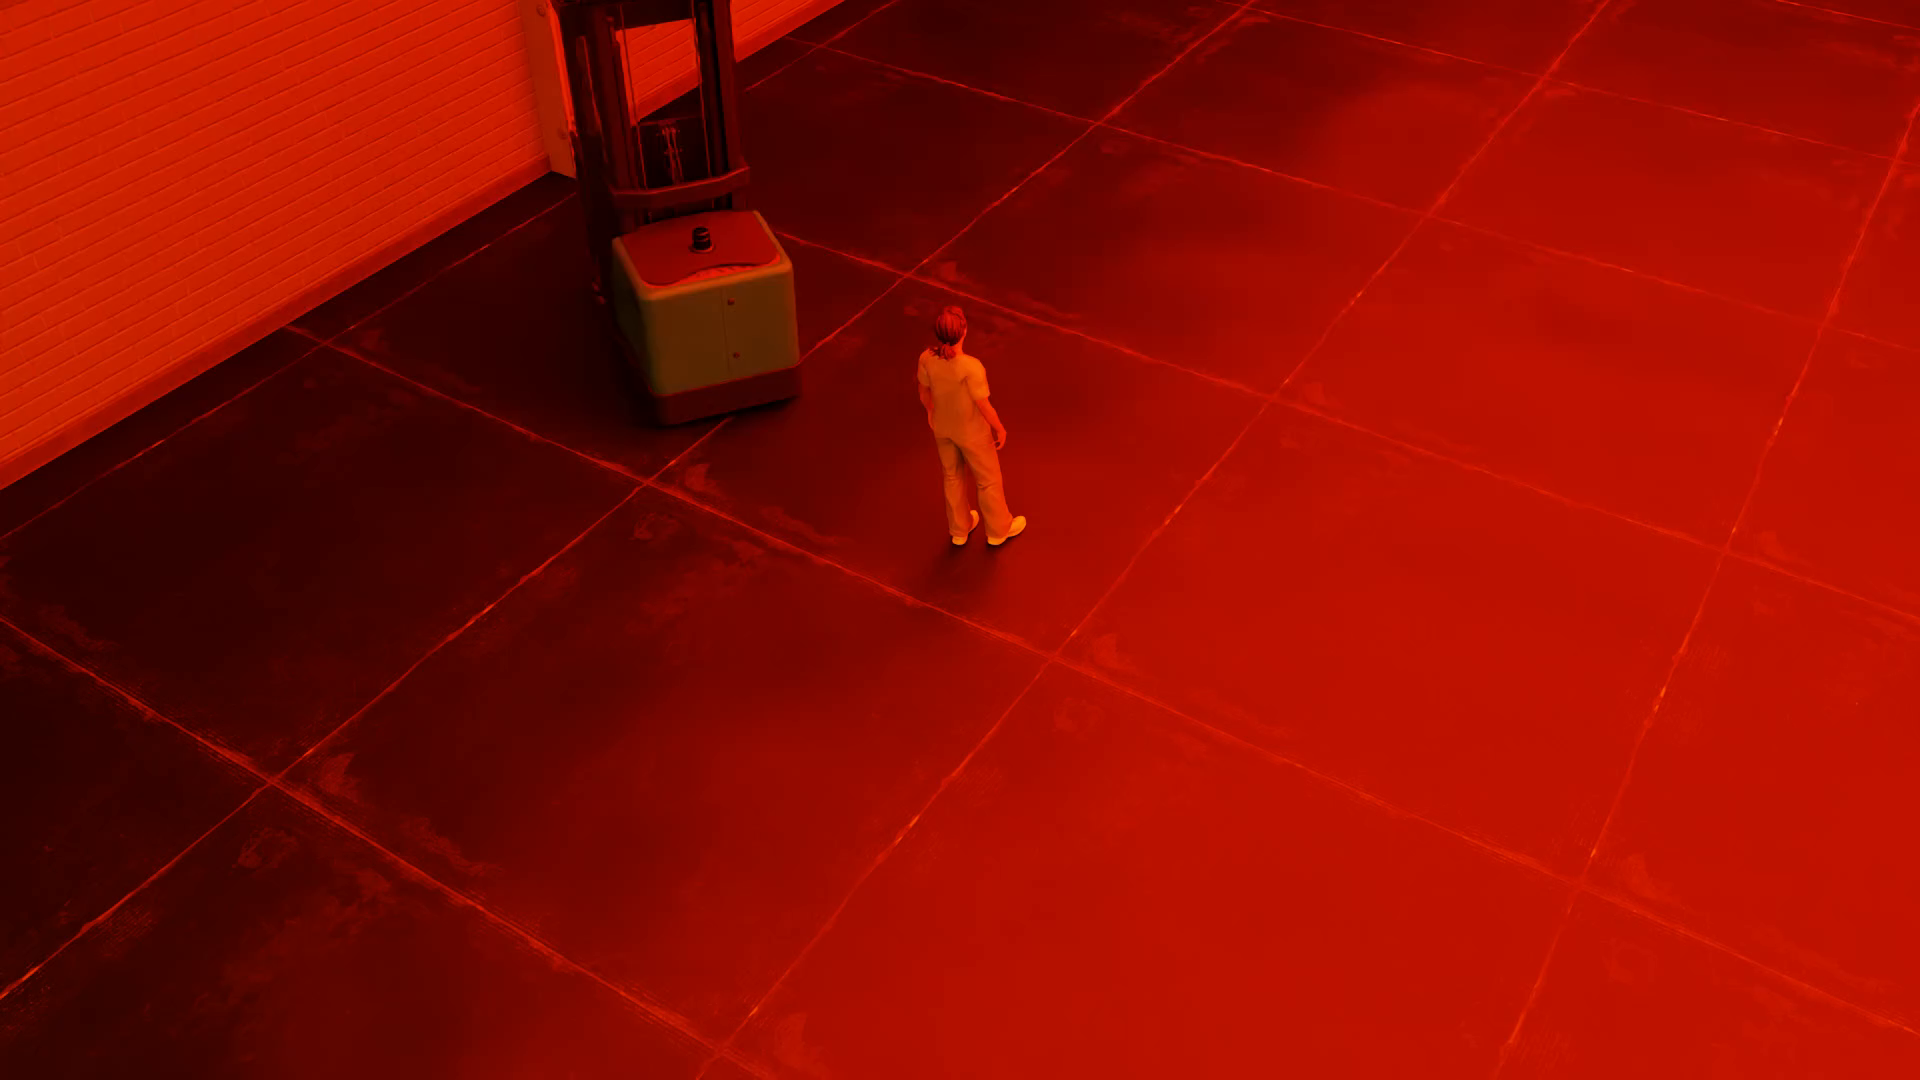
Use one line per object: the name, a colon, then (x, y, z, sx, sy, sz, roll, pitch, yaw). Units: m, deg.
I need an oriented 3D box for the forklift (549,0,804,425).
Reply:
forklift: (-2.098, -2.834, 11.311, 1.130, 2.935, 3.031, -15, 43, -17)

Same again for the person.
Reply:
person: (0.051, -0.677, 9.733, 0.549, 1.663, 0.548, 22, 45, 24)
